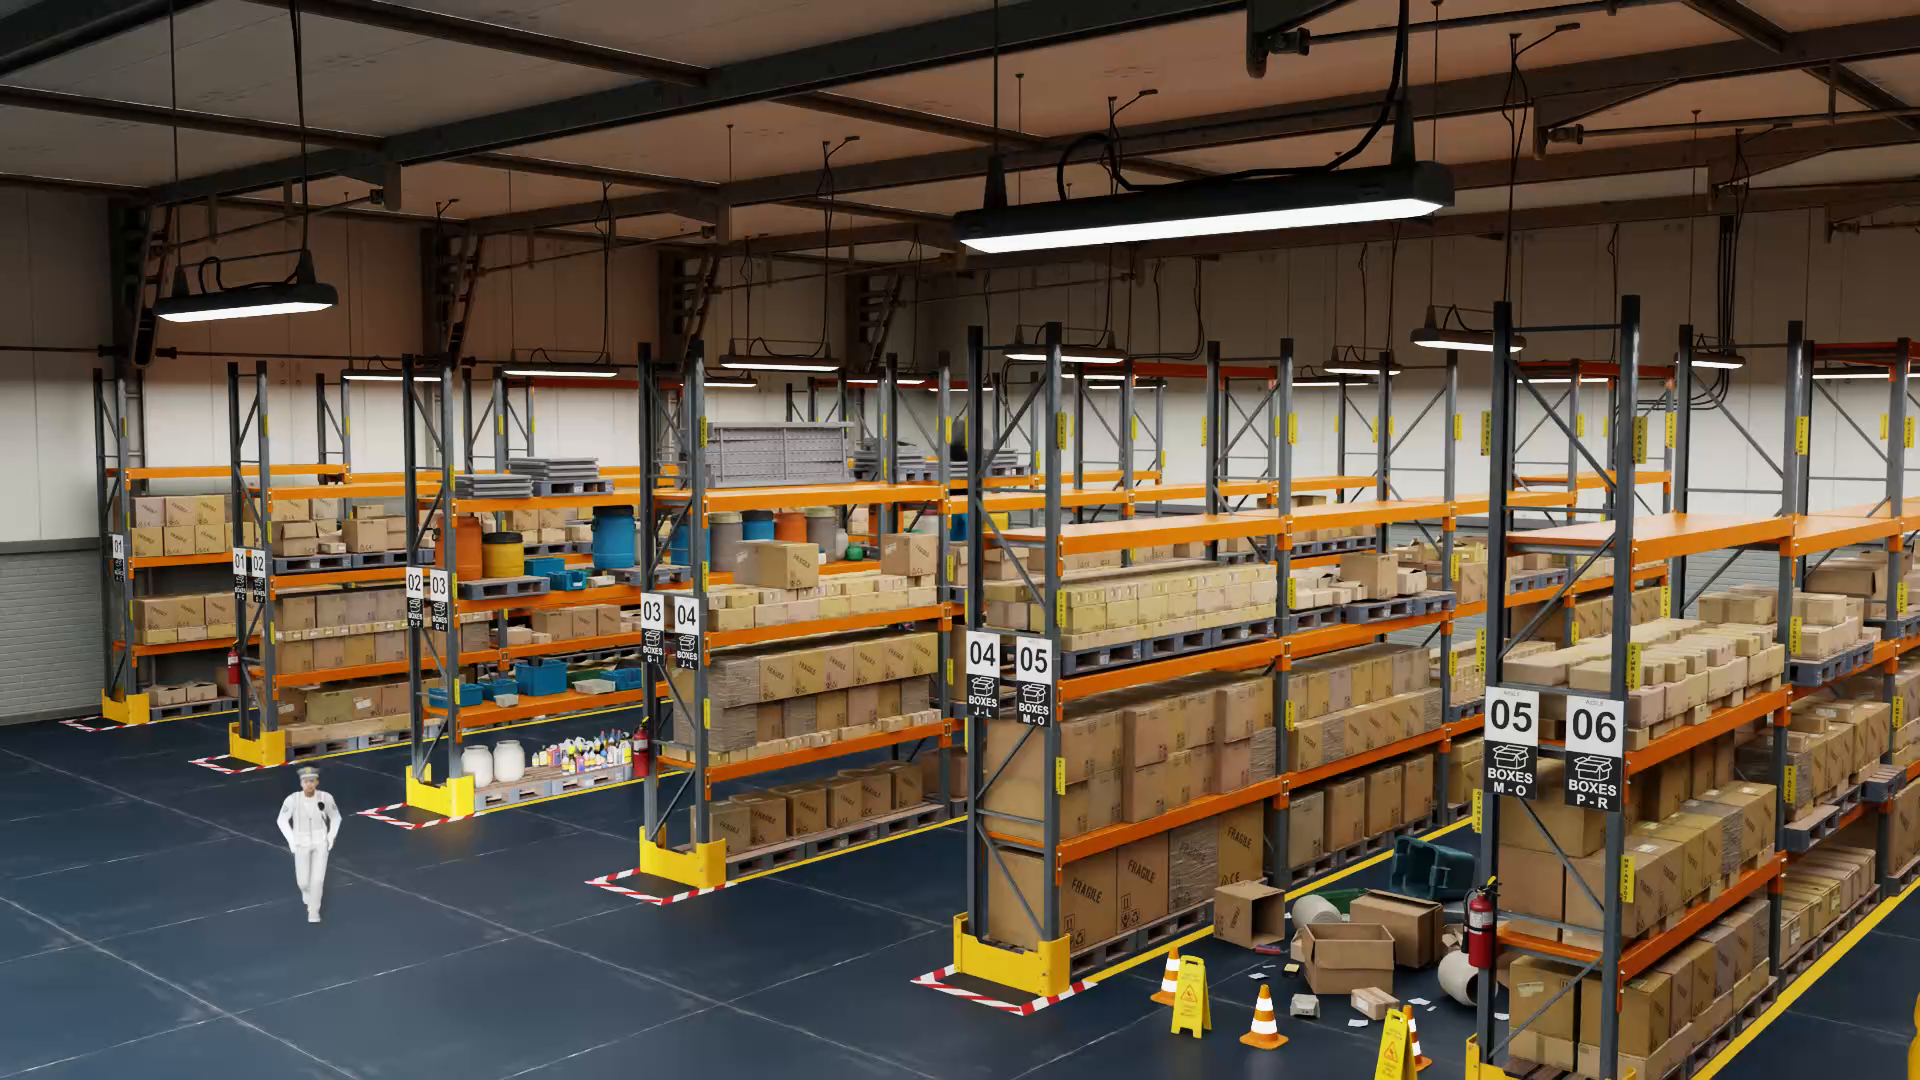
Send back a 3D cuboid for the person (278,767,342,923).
[{"bbox_3d":[-6.683,3.102,17.108,0.616,1.622,0.597,-2,5,-22],"label":"person"}]
